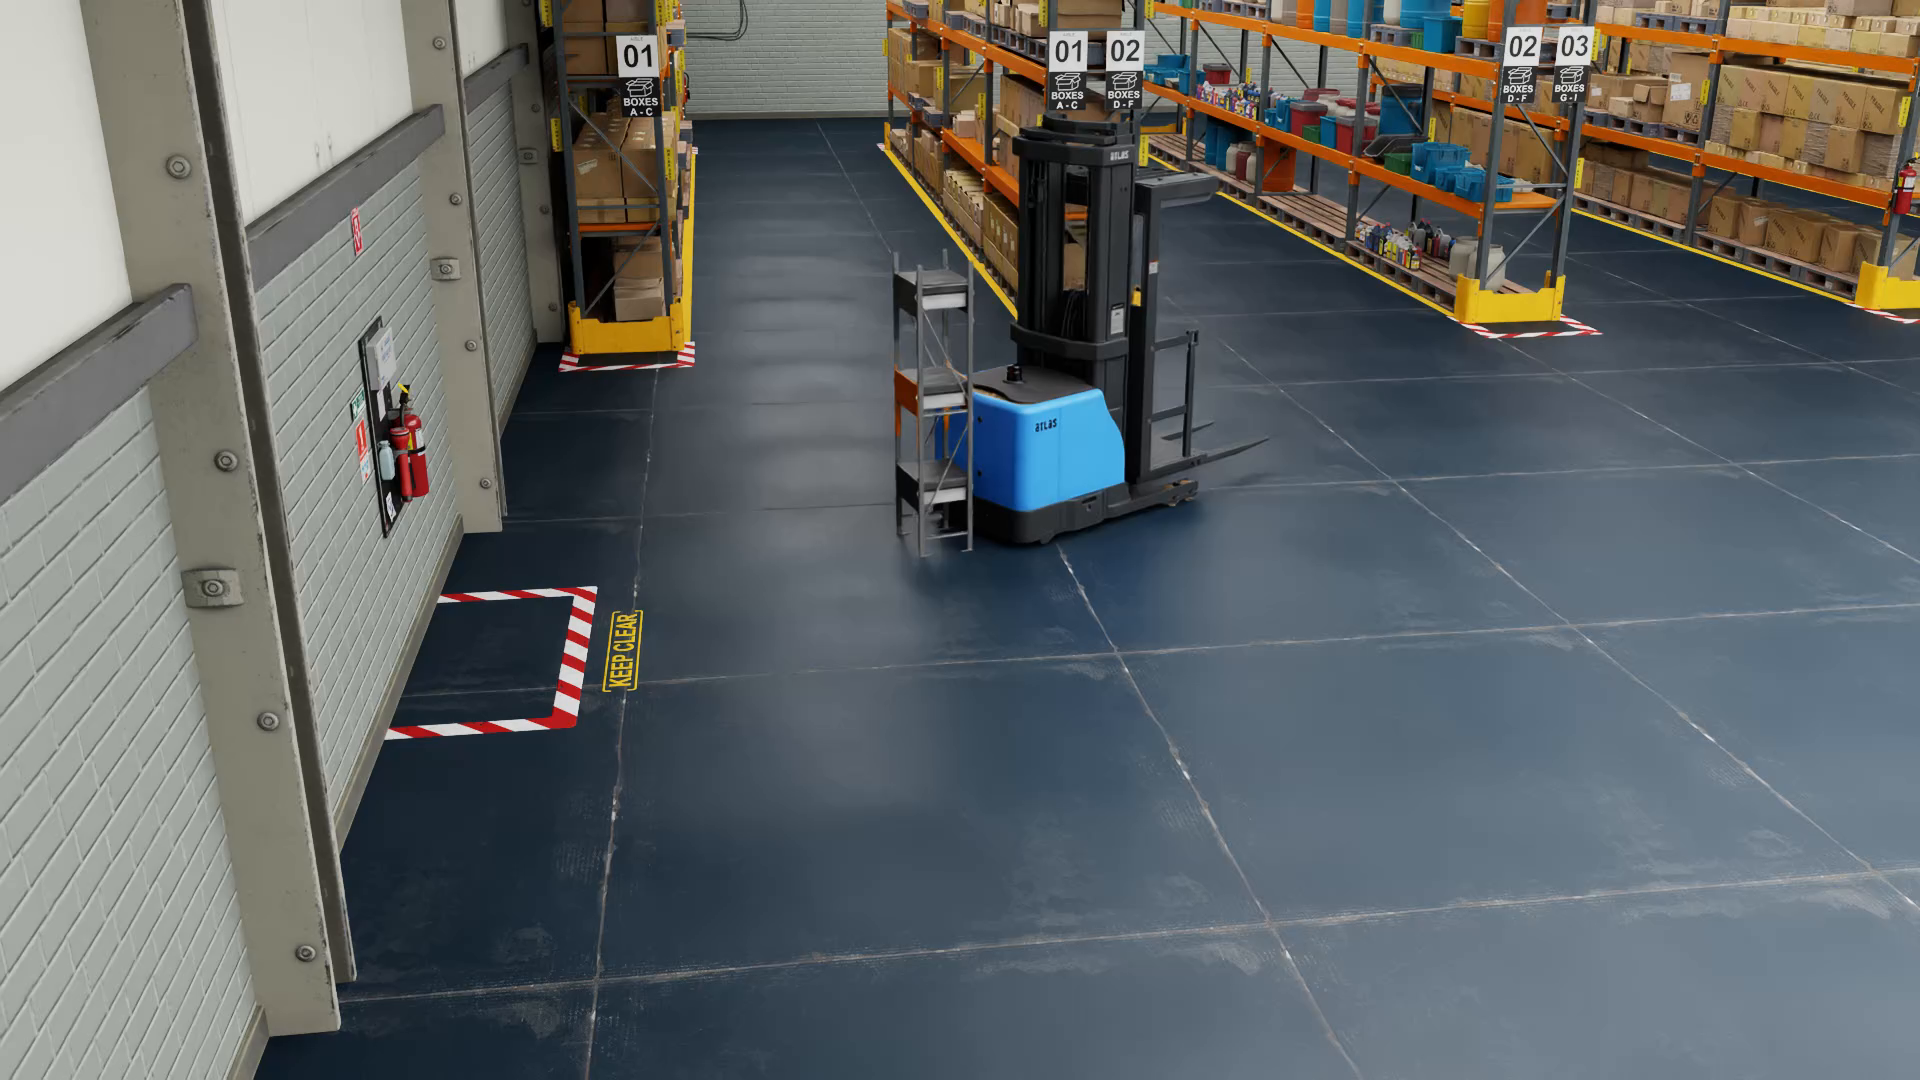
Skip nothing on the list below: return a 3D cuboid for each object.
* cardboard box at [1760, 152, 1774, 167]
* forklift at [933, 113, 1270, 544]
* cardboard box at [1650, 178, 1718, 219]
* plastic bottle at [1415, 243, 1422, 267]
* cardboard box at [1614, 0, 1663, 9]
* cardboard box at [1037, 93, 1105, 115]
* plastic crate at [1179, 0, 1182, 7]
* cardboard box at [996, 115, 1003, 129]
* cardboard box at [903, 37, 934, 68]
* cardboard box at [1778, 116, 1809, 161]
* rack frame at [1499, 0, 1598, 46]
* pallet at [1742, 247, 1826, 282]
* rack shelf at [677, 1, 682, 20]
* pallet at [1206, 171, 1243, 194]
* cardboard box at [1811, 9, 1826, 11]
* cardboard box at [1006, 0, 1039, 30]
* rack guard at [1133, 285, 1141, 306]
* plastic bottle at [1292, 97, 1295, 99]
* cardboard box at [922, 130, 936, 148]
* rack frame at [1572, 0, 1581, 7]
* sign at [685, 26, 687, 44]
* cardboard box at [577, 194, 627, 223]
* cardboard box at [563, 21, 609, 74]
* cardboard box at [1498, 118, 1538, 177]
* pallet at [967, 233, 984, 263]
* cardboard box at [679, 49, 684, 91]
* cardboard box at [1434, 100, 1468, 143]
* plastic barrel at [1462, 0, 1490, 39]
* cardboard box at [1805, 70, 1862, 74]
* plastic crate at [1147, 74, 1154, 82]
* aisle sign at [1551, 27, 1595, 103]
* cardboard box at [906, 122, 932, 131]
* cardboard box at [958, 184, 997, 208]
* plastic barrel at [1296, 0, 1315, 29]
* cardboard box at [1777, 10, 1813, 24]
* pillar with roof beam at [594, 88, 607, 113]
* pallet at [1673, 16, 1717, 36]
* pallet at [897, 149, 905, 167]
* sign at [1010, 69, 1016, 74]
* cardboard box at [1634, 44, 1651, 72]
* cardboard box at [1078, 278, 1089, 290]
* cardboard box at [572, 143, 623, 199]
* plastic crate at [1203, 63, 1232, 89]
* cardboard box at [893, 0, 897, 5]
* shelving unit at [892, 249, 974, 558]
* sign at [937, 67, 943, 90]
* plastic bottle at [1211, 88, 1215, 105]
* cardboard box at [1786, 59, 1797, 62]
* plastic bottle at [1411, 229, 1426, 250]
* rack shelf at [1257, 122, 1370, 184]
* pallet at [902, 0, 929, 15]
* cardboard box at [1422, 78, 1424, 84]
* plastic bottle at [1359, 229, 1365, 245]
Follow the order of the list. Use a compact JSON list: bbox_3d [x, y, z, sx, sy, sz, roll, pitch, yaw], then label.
[{"bbox_3d":[10.561,-4.905,21.420,0.380,0.149,0.250,-3,21,-8],"label":"cardboard box"},{"bbox_3d":[1.234,-1.755,12.726,3.031,2.935,1.130,-17,27,-38],"label":"forklift"},{"bbox_3d":[10.505,-4.958,24.149,0.700,0.500,0.500,-3,21,-8],"label":"cardboard box"},{"bbox_3d":[5.696,-3.550,20.688,0.061,0.283,0.133,-3,21,-8],"label":"plastic bottle"},{"bbox_3d":[10.008,-8.089,24.443,0.500,0.500,0.500,-4,21,-9],"label":"cardboard box"},{"bbox_3d":[1.252,-4.677,18.455,0.700,0.500,0.500,-3,21,-9],"label":"cardboard box"},{"bbox_3d":[4.121,-9.689,29.824,0.416,0.233,0.300,-3,21,-8],"label":"plastic crate"},{"bbox_3d":[0.666,-5.293,21.031,0.380,0.149,0.250,-3,21,-8],"label":"cardboard box"},{"bbox_3d":[-0.740,-8.670,29.569,0.500,0.500,0.500,-3,21,-9],"label":"cardboard box"},{"bbox_3d":[10.867,-5.053,20.889,0.875,0.500,0.500,-3,21,-8],"label":"cardboard box"},{"bbox_3d":[6.298,-6.719,17.345,1.000,3.000,0.127,-3,21,-8],"label":"rack frame"},{"bbox_3d":[10.934,-3.583,21.508,1.003,0.211,1.213,-3,21,-8],"label":"pallet"},{"bbox_3d":[-5.524,-9.325,29.636,1.077,0.370,4.000,-3,21,-8],"label":"rack shelf"},{"bbox_3d":[4.817,-6.065,28.152,1.003,0.211,1.213,-3,21,-8],"label":"pallet"},{"bbox_3d":[11.091,-6.693,21.207,0.380,0.149,0.250,-4,21,-9],"label":"cardboard box"},{"bbox_3d":[0.932,-6.185,19.253,0.797,0.503,0.637,-1,20,-2],"label":"cardboard box"},{"bbox_3d":[1.399,-2.481,18.144,1.175,0.500,0.348,-3,21,-8],"label":"rack guard"},{"bbox_3d":[5.361,-6.999,26.835,0.061,0.283,0.133,-3,21,-8],"label":"plastic bottle"},{"bbox_3d":[-0.361,-6.675,27.674,0.500,0.250,0.500,-3,21,-8],"label":"cardboard box"},{"bbox_3d":[10.046,-9.739,25.430,1.000,3.000,0.127,-3,21,-8],"label":"rack frame"},{"bbox_3d":[-5.273,-9.625,31.705,0.100,0.325,0.005,-3,21,-8],"label":"sign"},{"bbox_3d":[-3.765,-3.500,17.487,0.500,0.250,0.500,-3,21,-7],"label":"cardboard box"},{"bbox_3d":[-3.816,-5.002,16.864,0.500,0.500,0.500,-1,21,-4],"label":"cardboard box"},{"bbox_3d":[9.846,-6.679,28.248,1.225,0.875,0.875,-3,21,-8],"label":"cardboard box"},{"bbox_3d":[0.674,-3.992,22.603,1.003,0.211,1.213,-3,21,-8],"label":"pallet"},{"bbox_3d":[-5.613,-8.662,30.692,0.980,0.700,0.700,-3,21,-8],"label":"cardboard box"},{"bbox_3d":[9.453,-7.747,31.108,0.875,0.875,0.875,-3,21,-8],"label":"cardboard box"},{"bbox_3d":[6.008,-5.987,18.803,0.600,0.588,0.600,0,20,0],"label":"plastic barrel"},{"bbox_3d":[11.104,-5.710,21.220,0.500,0.500,0.500,-3,21,-8],"label":"cardboard box"},{"bbox_3d":[3.764,-8.901,32.052,0.250,0.136,0.298,-3,21,-8],"label":"plastic crate"},{"bbox_3d":[6.598,-5.116,17.913,0.394,0.787,0.004,-3,21,-8],"label":"aisle sign"},{"bbox_3d":[-0.610,-7.502,30.954,0.797,0.503,0.637,-3,21,-8],"label":"cardboard box"},{"bbox_3d":[0.258,-4.869,23.494,0.500,0.311,0.500,-3,21,-8],"label":"cardboard box"},{"bbox_3d":[5.143,-7.763,23.814,0.600,0.830,0.708,-3,21,-8],"label":"plastic barrel"},{"bbox_3d":[10.519,-6.574,20.888,0.380,0.149,0.250,-3,21,-9],"label":"cardboard box"},{"bbox_3d":[-1.932,-10.790,28.245,9.100,9.000,0.400,-3,21,-8],"label":"pillar with roof beam"},{"bbox_3d":[10.639,-7.080,22.866,1.213,0.211,1.003,-3,21,-8],"label":"pallet"},{"bbox_3d":[-0.611,-7.170,31.111,1.003,0.211,1.213,-3,21,-8],"label":"pallet"},{"bbox_3d":[0.791,-7.002,25.021,0.100,0.325,0.005,-3,21,-8],"label":"sign"},{"bbox_3d":[13.767,-9.576,33.000,0.500,0.500,0.500,-3,21,-7],"label":"cardboard box"},{"bbox_3d":[1.539,-2.766,18.664,0.500,0.250,0.500,-3,21,-8],"label":"cardboard box"},{"bbox_3d":[-3.784,-3.852,17.357,0.500,0.500,0.500,-3,21,-8],"label":"cardboard box"},{"bbox_3d":[4.688,-8.443,30.359,0.402,0.464,0.583,-3,21,-8],"label":"plastic crate"},{"bbox_3d":[-0.955,-9.997,30.624,0.500,0.250,0.500,-3,21,-8],"label":"cardboard box"},{"bbox_3d":[-0.189,-0.960,11.786,0.431,2.100,0.503,-8,22,-20],"label":"shelving unit"},{"bbox_3d":[-0.293,-6.905,24.874,0.100,0.325,0.005,-3,21,-8],"label":"sign"},{"bbox_3d":[4.327,-7.553,28.318,0.061,0.283,0.133,-3,21,-8],"label":"plastic bottle"},{"bbox_3d":[14.788,-8.398,29.324,0.380,0.149,0.250,-4,21,-10],"label":"cardboard box"},{"bbox_3d":[5.984,-3.933,21.723,0.152,0.276,0.135,-3,21,-8],"label":"plastic bottle"},{"bbox_3d":[5.433,-5.649,24.082,1.077,0.370,4.000,-3,21,-8],"label":"rack shelf"},{"bbox_3d":[-0.309,-8.903,27.747,1.213,0.211,1.003,-3,21,-8],"label":"pallet"},{"bbox_3d":[8.953,-8.641,31.424,0.380,0.149,0.250,-3,21,-7],"label":"cardboard box"},{"bbox_3d":[5.348,-4.021,22.066,0.097,0.201,0.097,0,20,0],"label":"plastic bottle"}]
